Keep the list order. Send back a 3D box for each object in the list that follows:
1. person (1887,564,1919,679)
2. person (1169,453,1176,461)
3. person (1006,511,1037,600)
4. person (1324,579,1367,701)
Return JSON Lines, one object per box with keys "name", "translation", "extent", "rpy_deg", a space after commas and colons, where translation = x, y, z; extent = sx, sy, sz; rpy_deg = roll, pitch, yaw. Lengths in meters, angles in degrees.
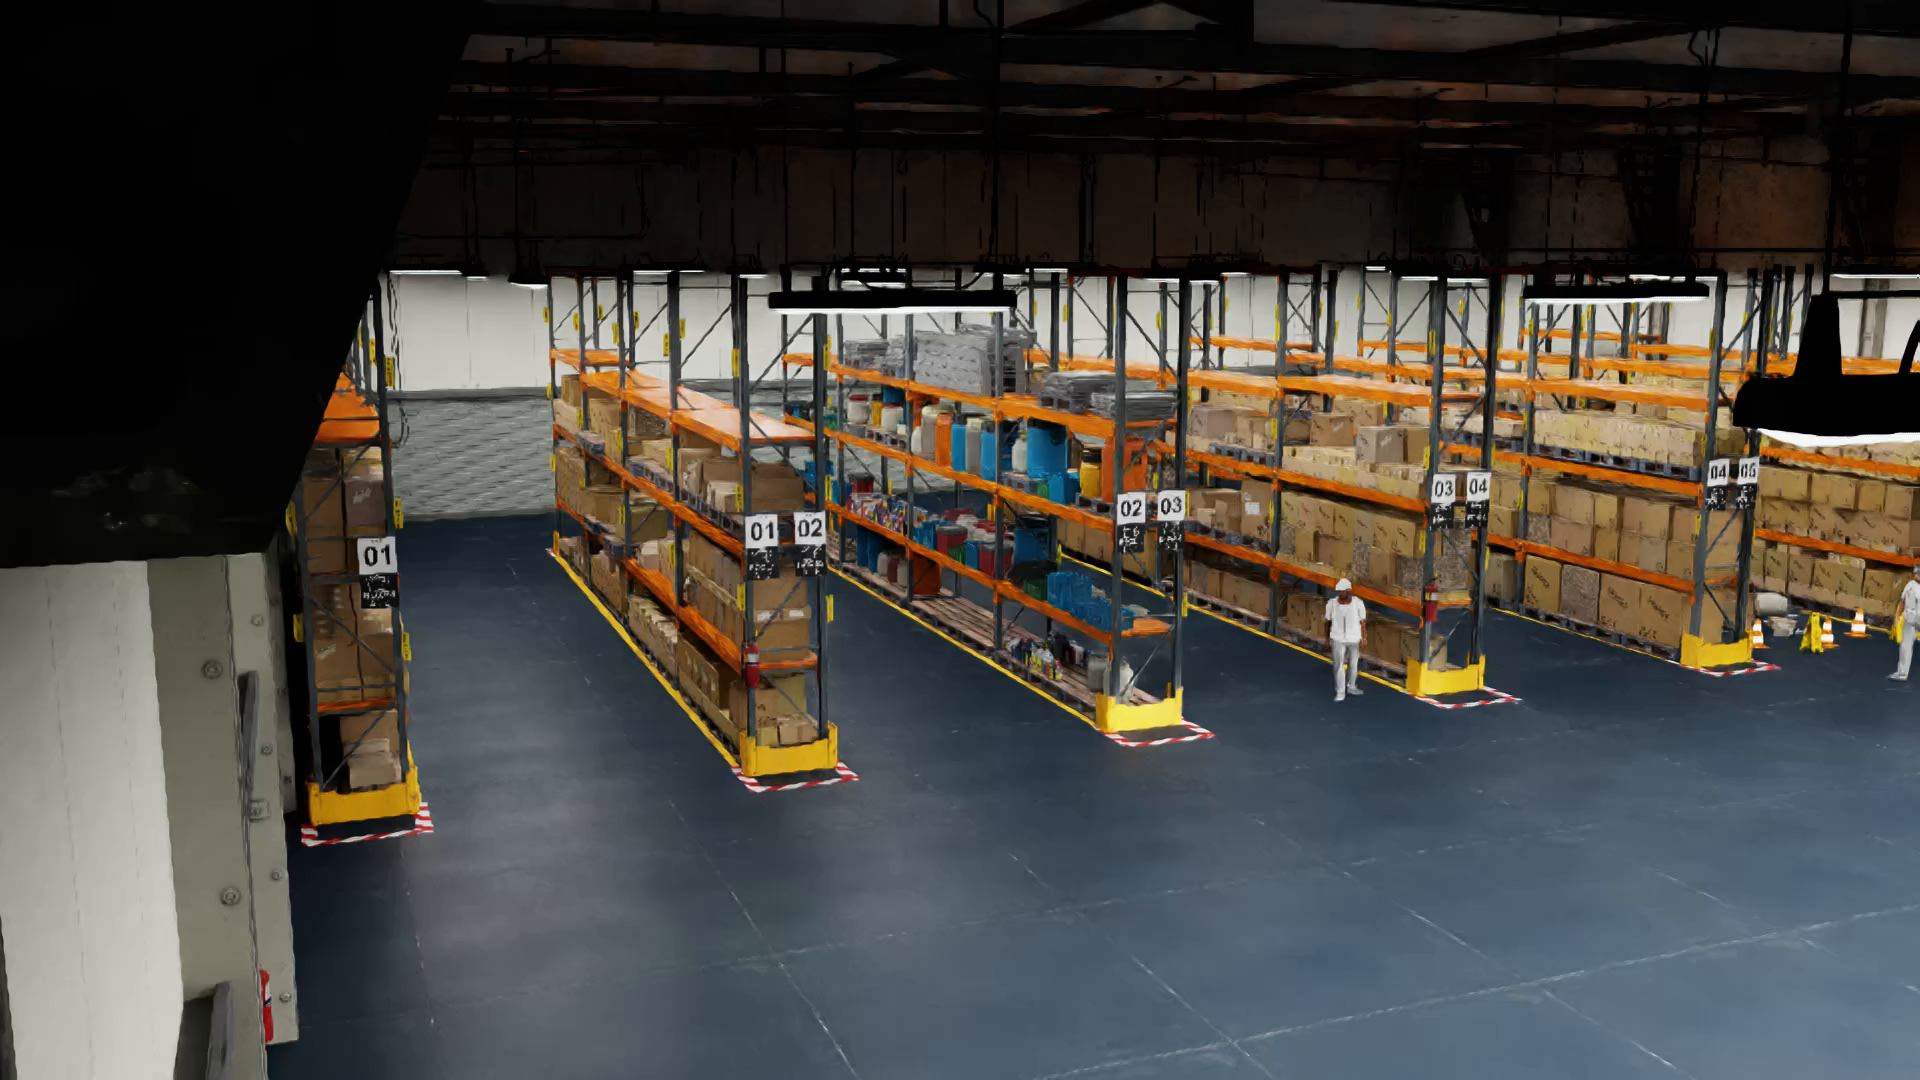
{"name": "person", "translation": [14.203, 1.209, 24.667], "extent": [0.625, 1.742, 0.674], "rpy_deg": [-9, 13, -42]}
{"name": "person", "translation": [5.853, -2.251, 44.532], "extent": [0.591, 1.761, 0.620], "rpy_deg": [7, 12, 34]}
{"name": "person", "translation": [1.199, 0.337, 28.828], "extent": [0.677, 1.721, 0.856], "rpy_deg": [-8, 12, -37]}
{"name": "person", "translation": [5.483, 1.395, 23.639], "extent": [0.603, 1.752, 0.569], "rpy_deg": [3, 10, 14]}
